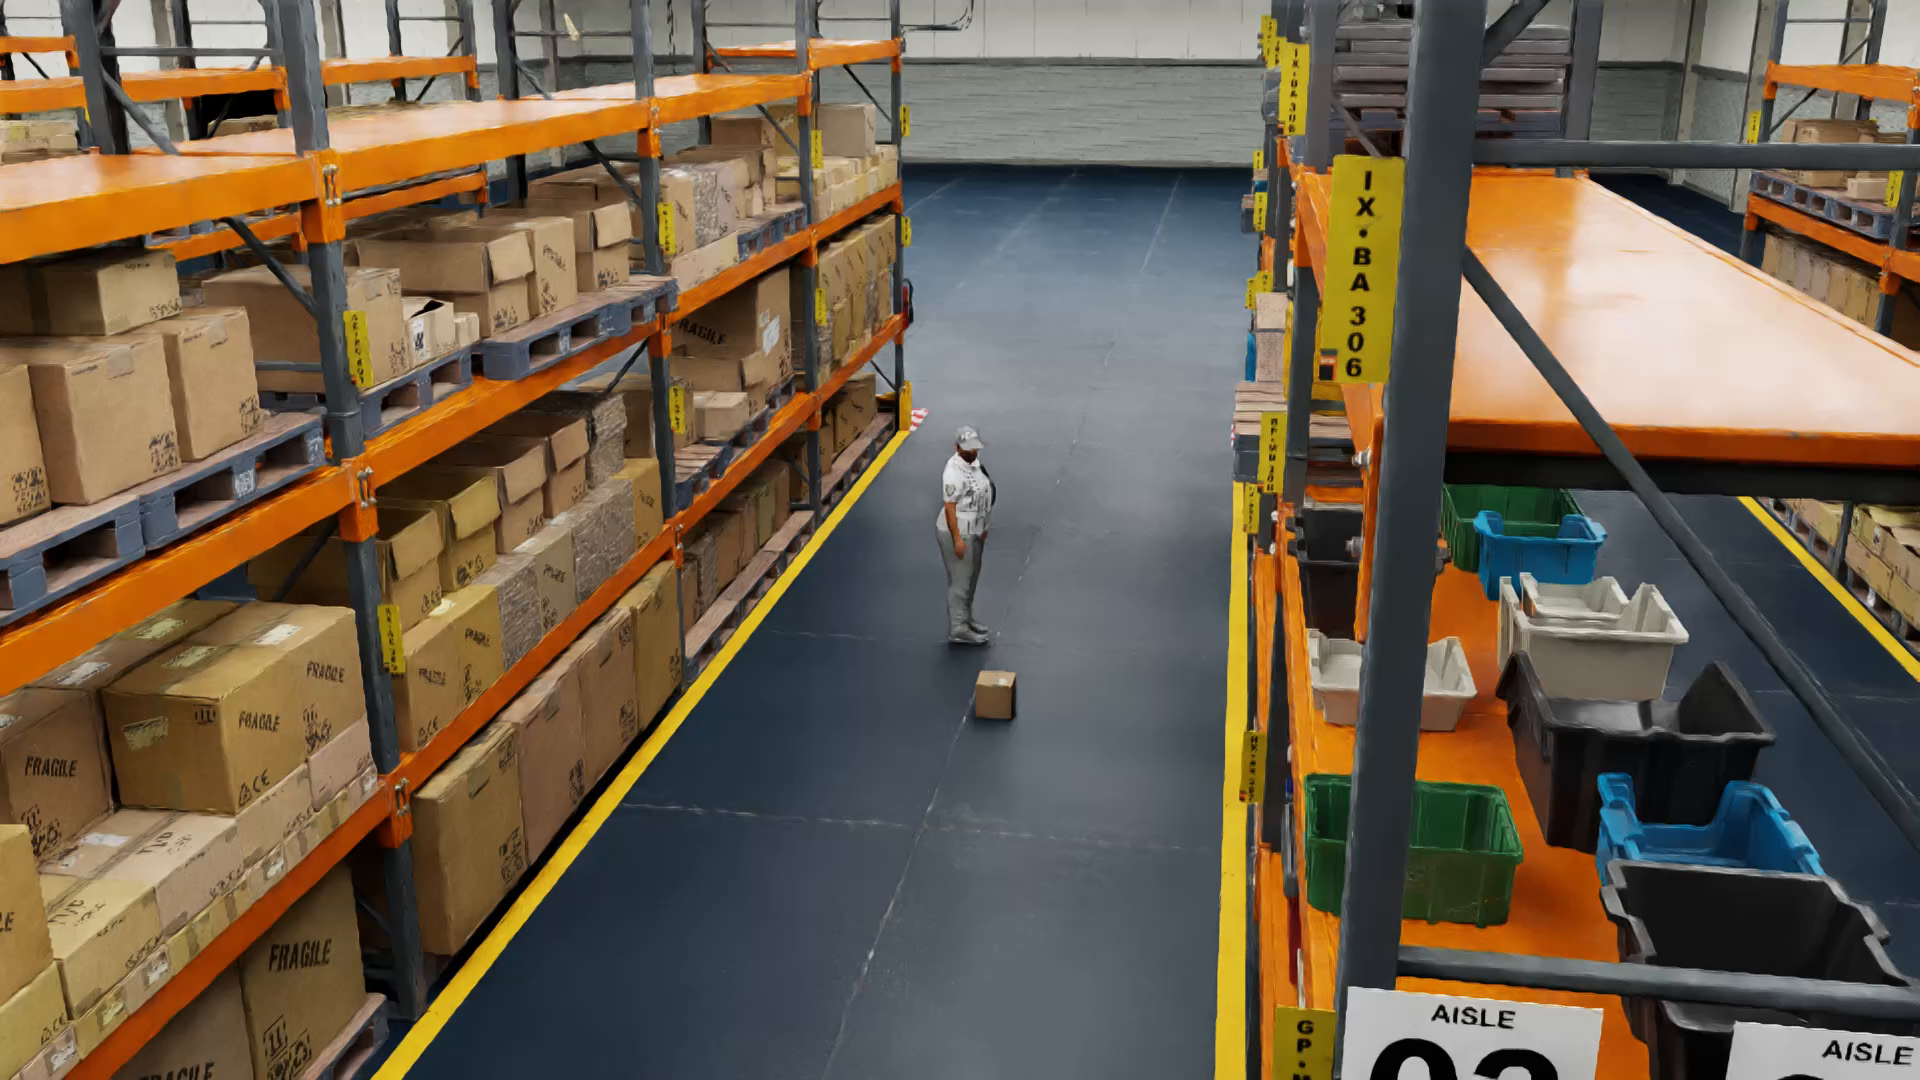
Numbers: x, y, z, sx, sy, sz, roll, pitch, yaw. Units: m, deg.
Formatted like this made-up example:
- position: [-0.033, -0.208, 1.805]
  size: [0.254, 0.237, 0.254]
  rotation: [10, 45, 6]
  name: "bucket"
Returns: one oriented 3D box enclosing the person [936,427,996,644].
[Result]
- position: [0.042, -0.035, 12.655]
  size: [0.415, 1.711, 0.527]
  rotation: [7, 19, 21]
  name: "person"
